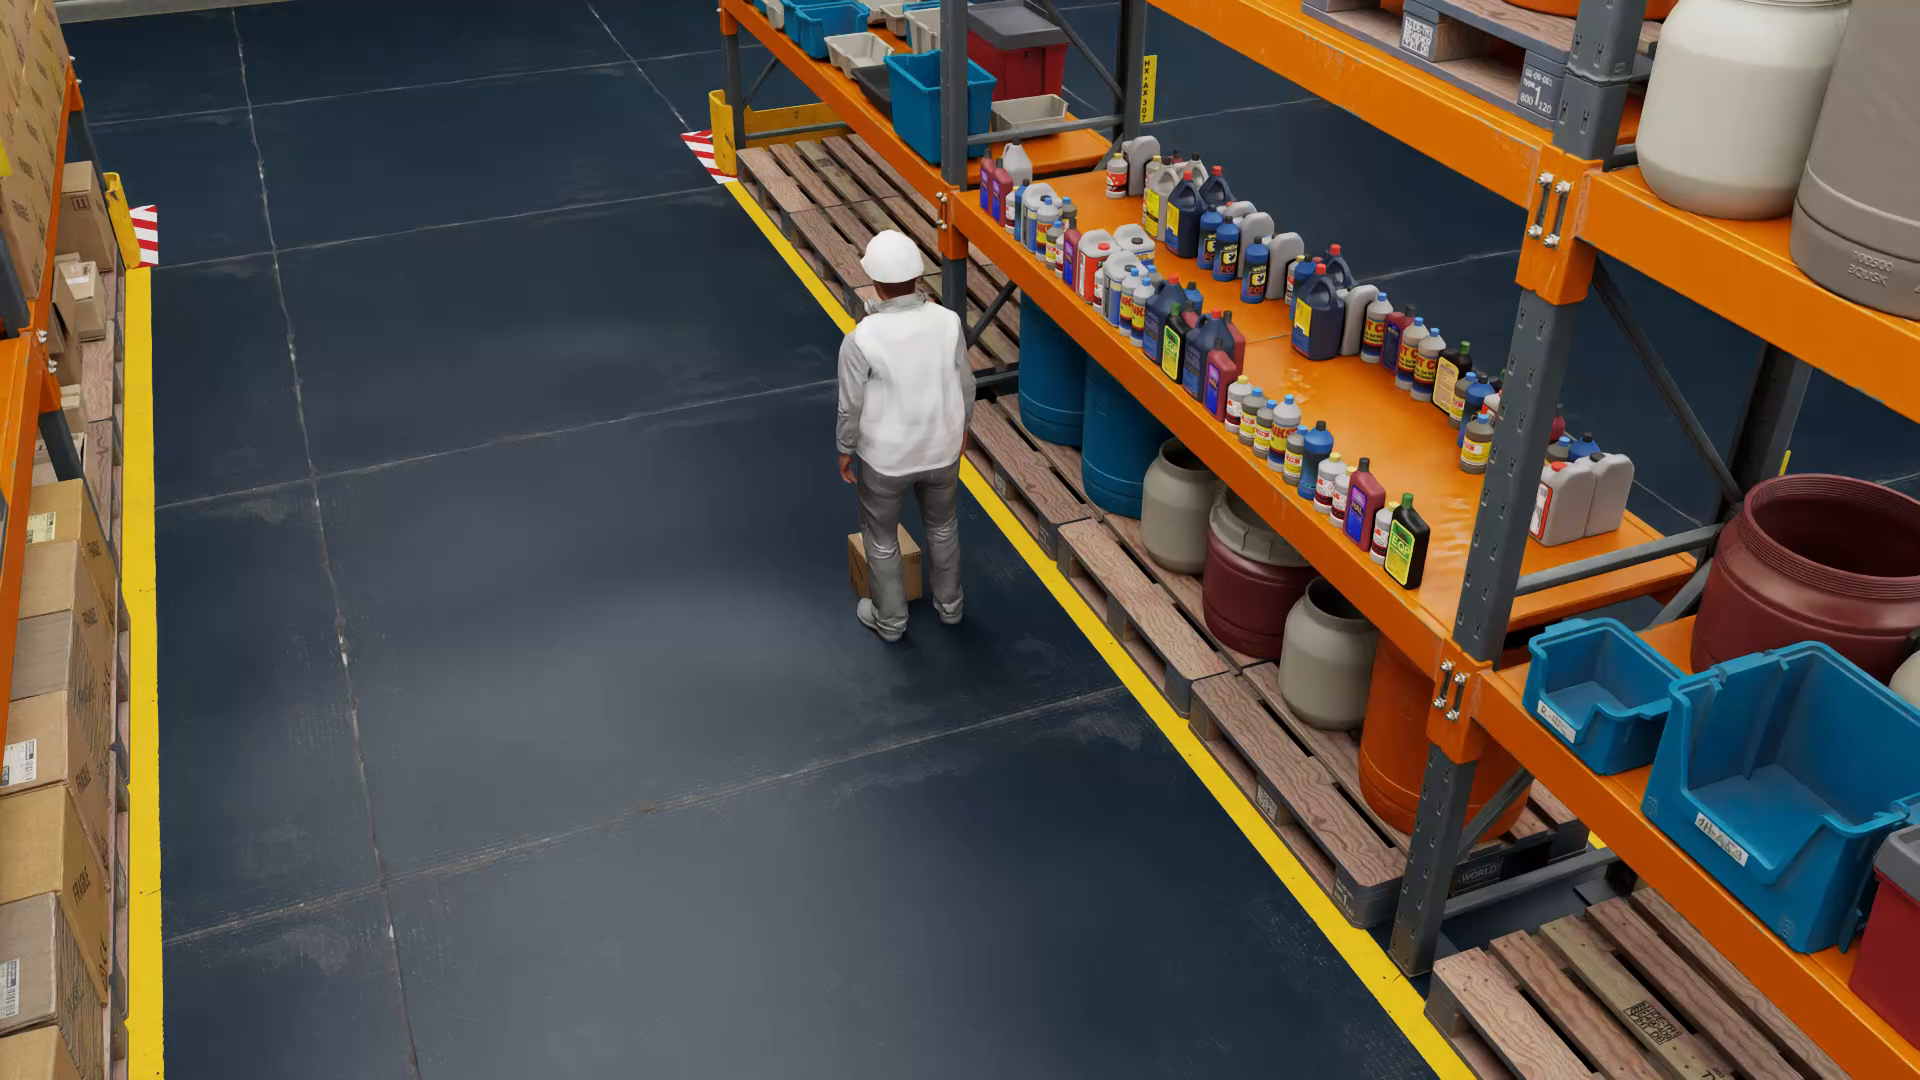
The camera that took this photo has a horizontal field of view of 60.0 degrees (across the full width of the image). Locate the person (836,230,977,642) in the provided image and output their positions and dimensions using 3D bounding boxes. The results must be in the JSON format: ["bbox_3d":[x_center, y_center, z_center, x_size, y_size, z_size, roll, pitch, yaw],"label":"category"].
[{"bbox_3d":[-0.218,-0.391,6.712,0.581,1.772,0.460,-13,35,-18],"label":"person"}]
